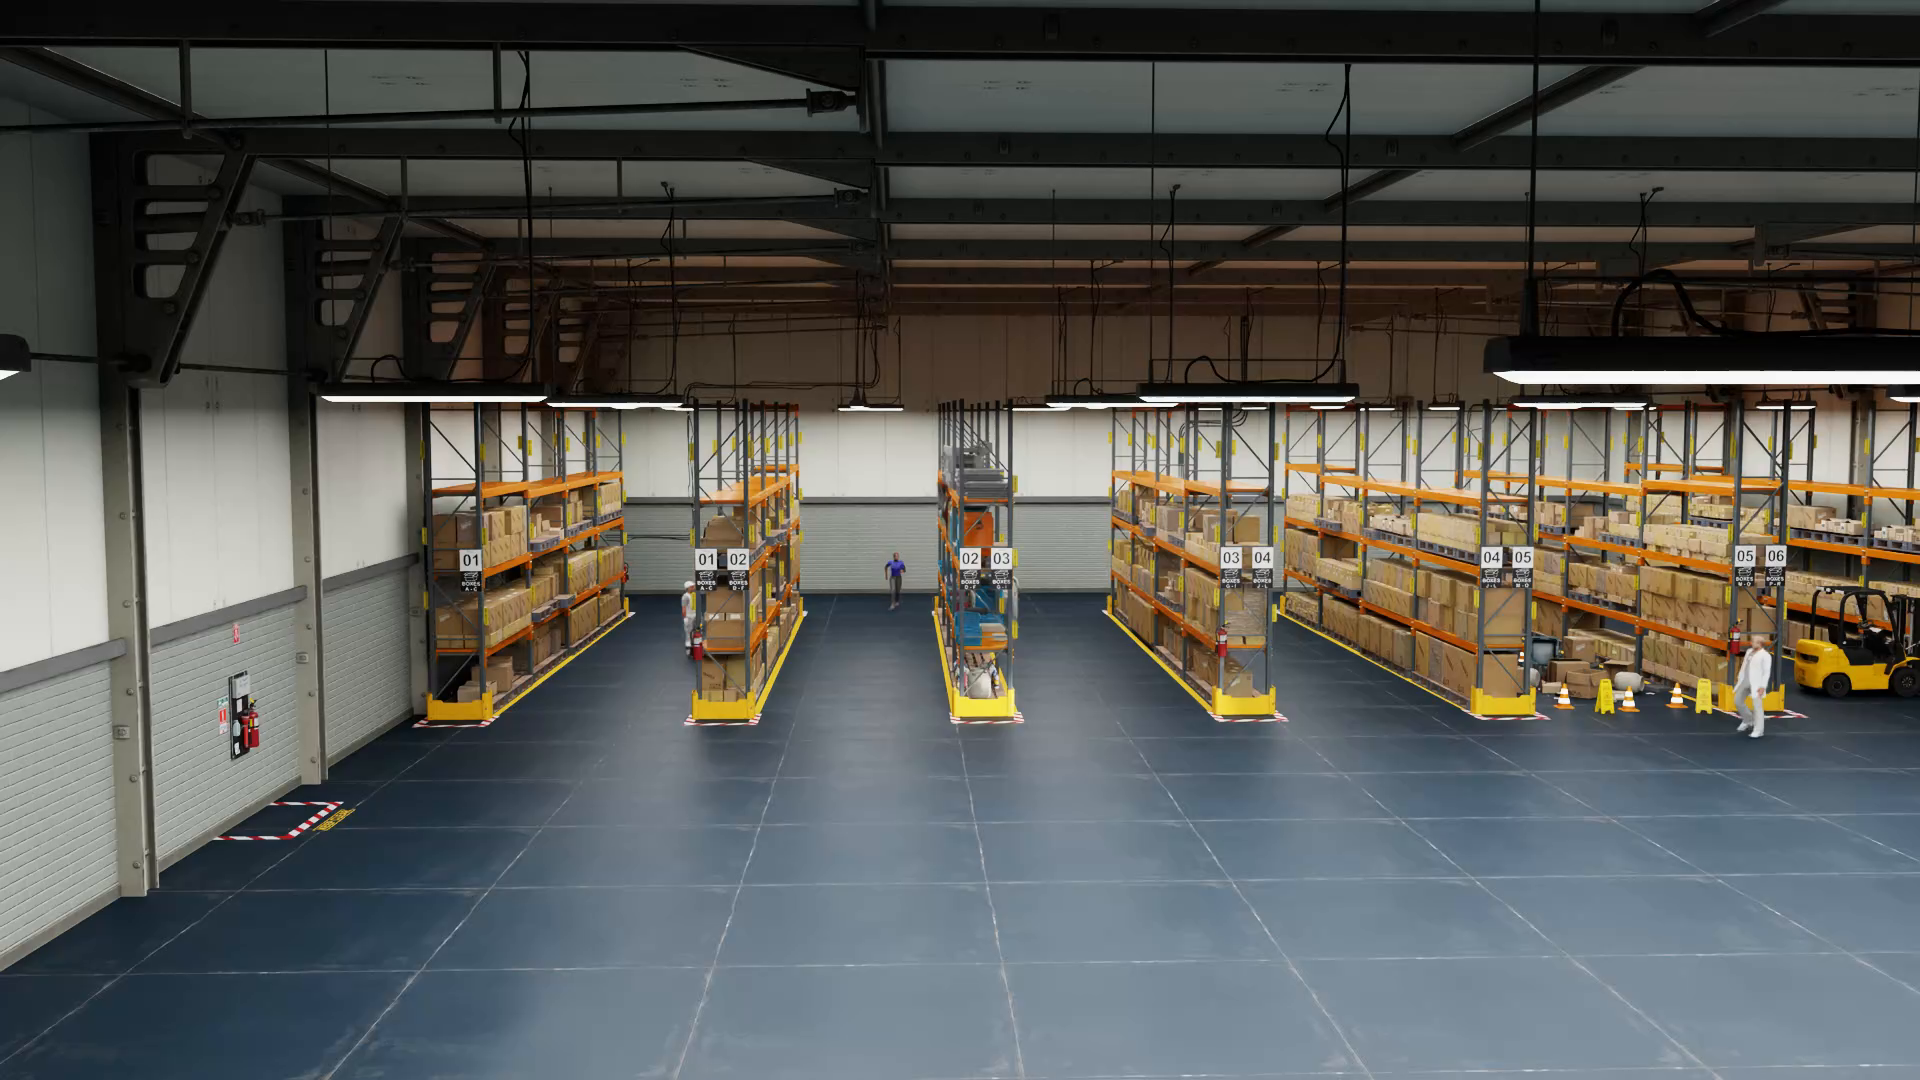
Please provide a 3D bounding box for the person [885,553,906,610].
[{"bbox_3d":[-1.887,1.186,48.714,0.621,1.616,0.943,0,4,-5],"label":"person"}]

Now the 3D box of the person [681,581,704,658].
[{"bbox_3d":[-6.294,1.872,39.199,0.441,1.821,0.617,4,6,42],"label":"person"}]

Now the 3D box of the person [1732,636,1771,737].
[{"bbox_3d":[14.106,2.578,29.589,0.552,1.778,0.662,-2,5,-27],"label":"person"}]

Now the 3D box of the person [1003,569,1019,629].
[{"bbox_3d":[1.333,1.537,44.403,0.535,1.614,0.881,-1,4,-15],"label":"person"}]
